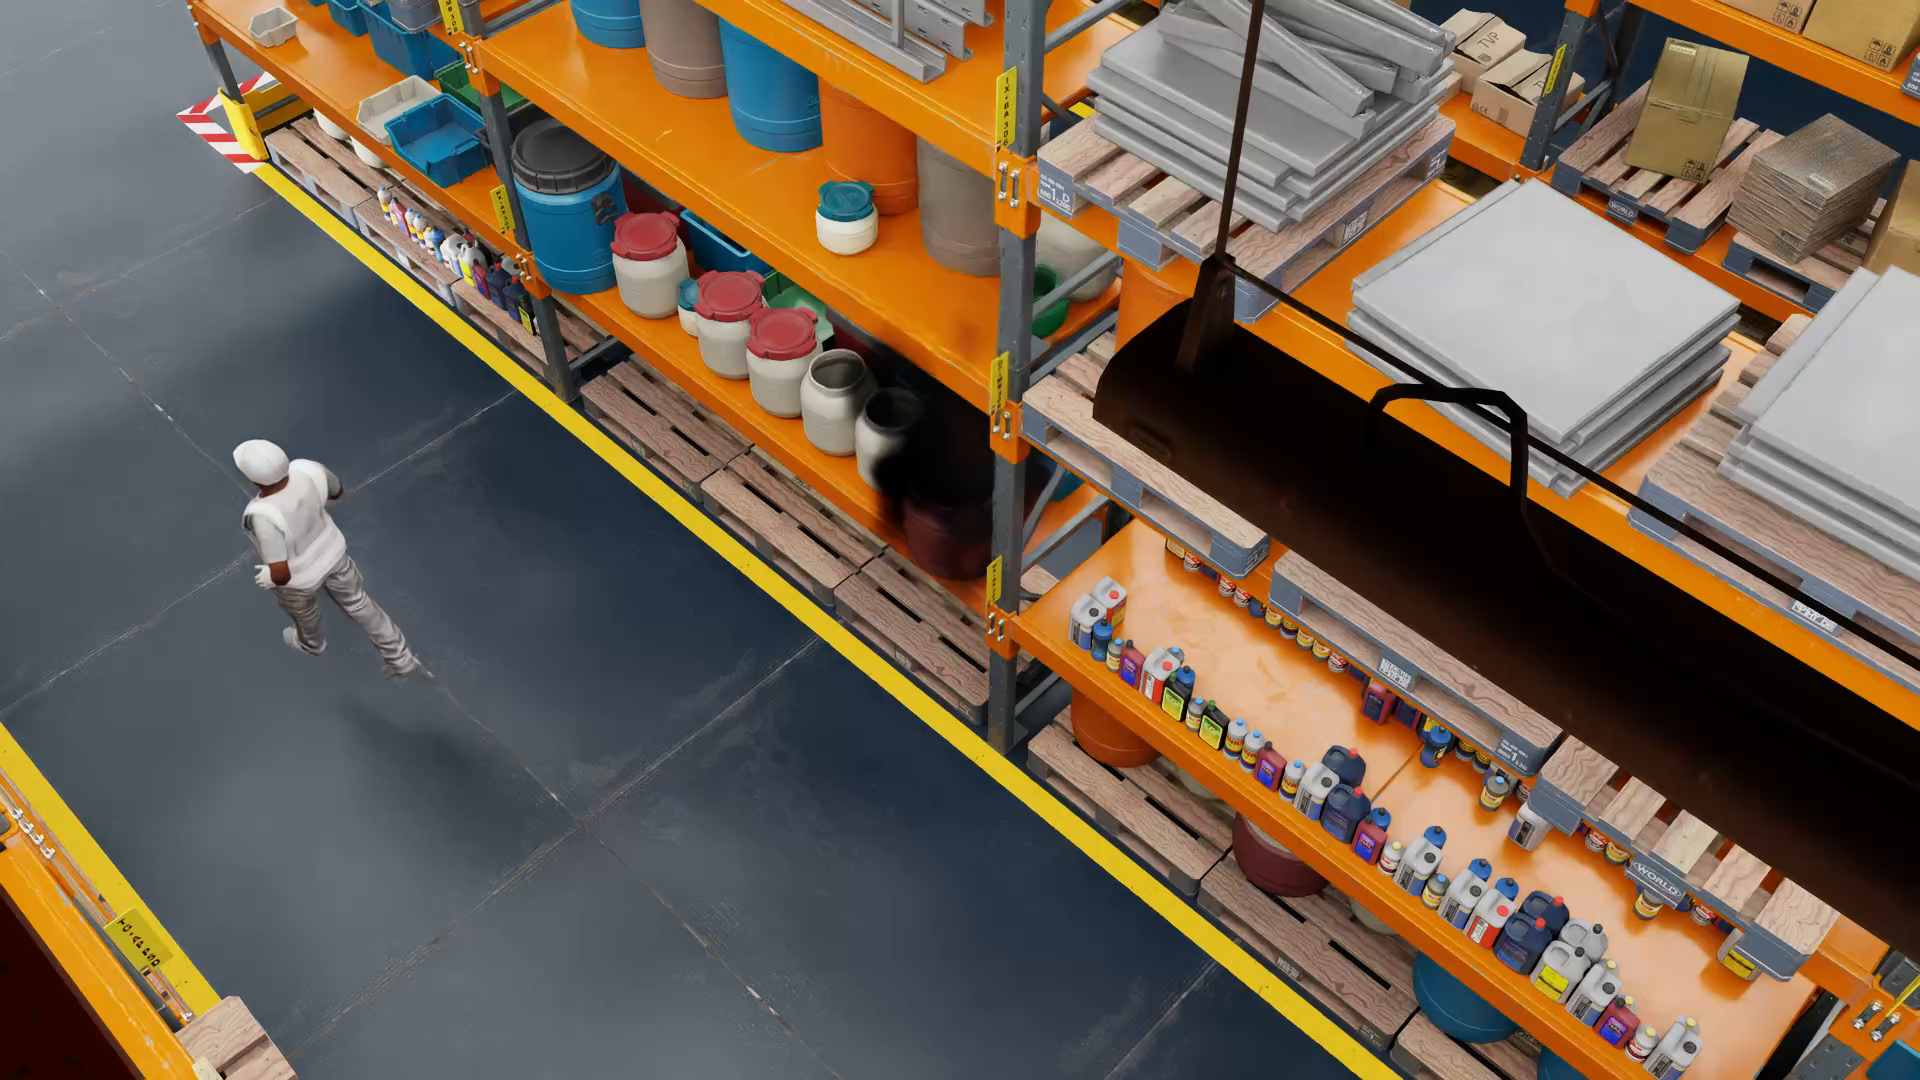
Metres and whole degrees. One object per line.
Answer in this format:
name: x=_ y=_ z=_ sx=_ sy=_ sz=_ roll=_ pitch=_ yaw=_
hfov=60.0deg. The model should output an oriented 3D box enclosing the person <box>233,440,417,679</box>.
person: x=-3.439 y=0.114 z=8.738 sx=0.909 sy=1.827 sz=0.681 roll=22 pitch=54 yaw=18
